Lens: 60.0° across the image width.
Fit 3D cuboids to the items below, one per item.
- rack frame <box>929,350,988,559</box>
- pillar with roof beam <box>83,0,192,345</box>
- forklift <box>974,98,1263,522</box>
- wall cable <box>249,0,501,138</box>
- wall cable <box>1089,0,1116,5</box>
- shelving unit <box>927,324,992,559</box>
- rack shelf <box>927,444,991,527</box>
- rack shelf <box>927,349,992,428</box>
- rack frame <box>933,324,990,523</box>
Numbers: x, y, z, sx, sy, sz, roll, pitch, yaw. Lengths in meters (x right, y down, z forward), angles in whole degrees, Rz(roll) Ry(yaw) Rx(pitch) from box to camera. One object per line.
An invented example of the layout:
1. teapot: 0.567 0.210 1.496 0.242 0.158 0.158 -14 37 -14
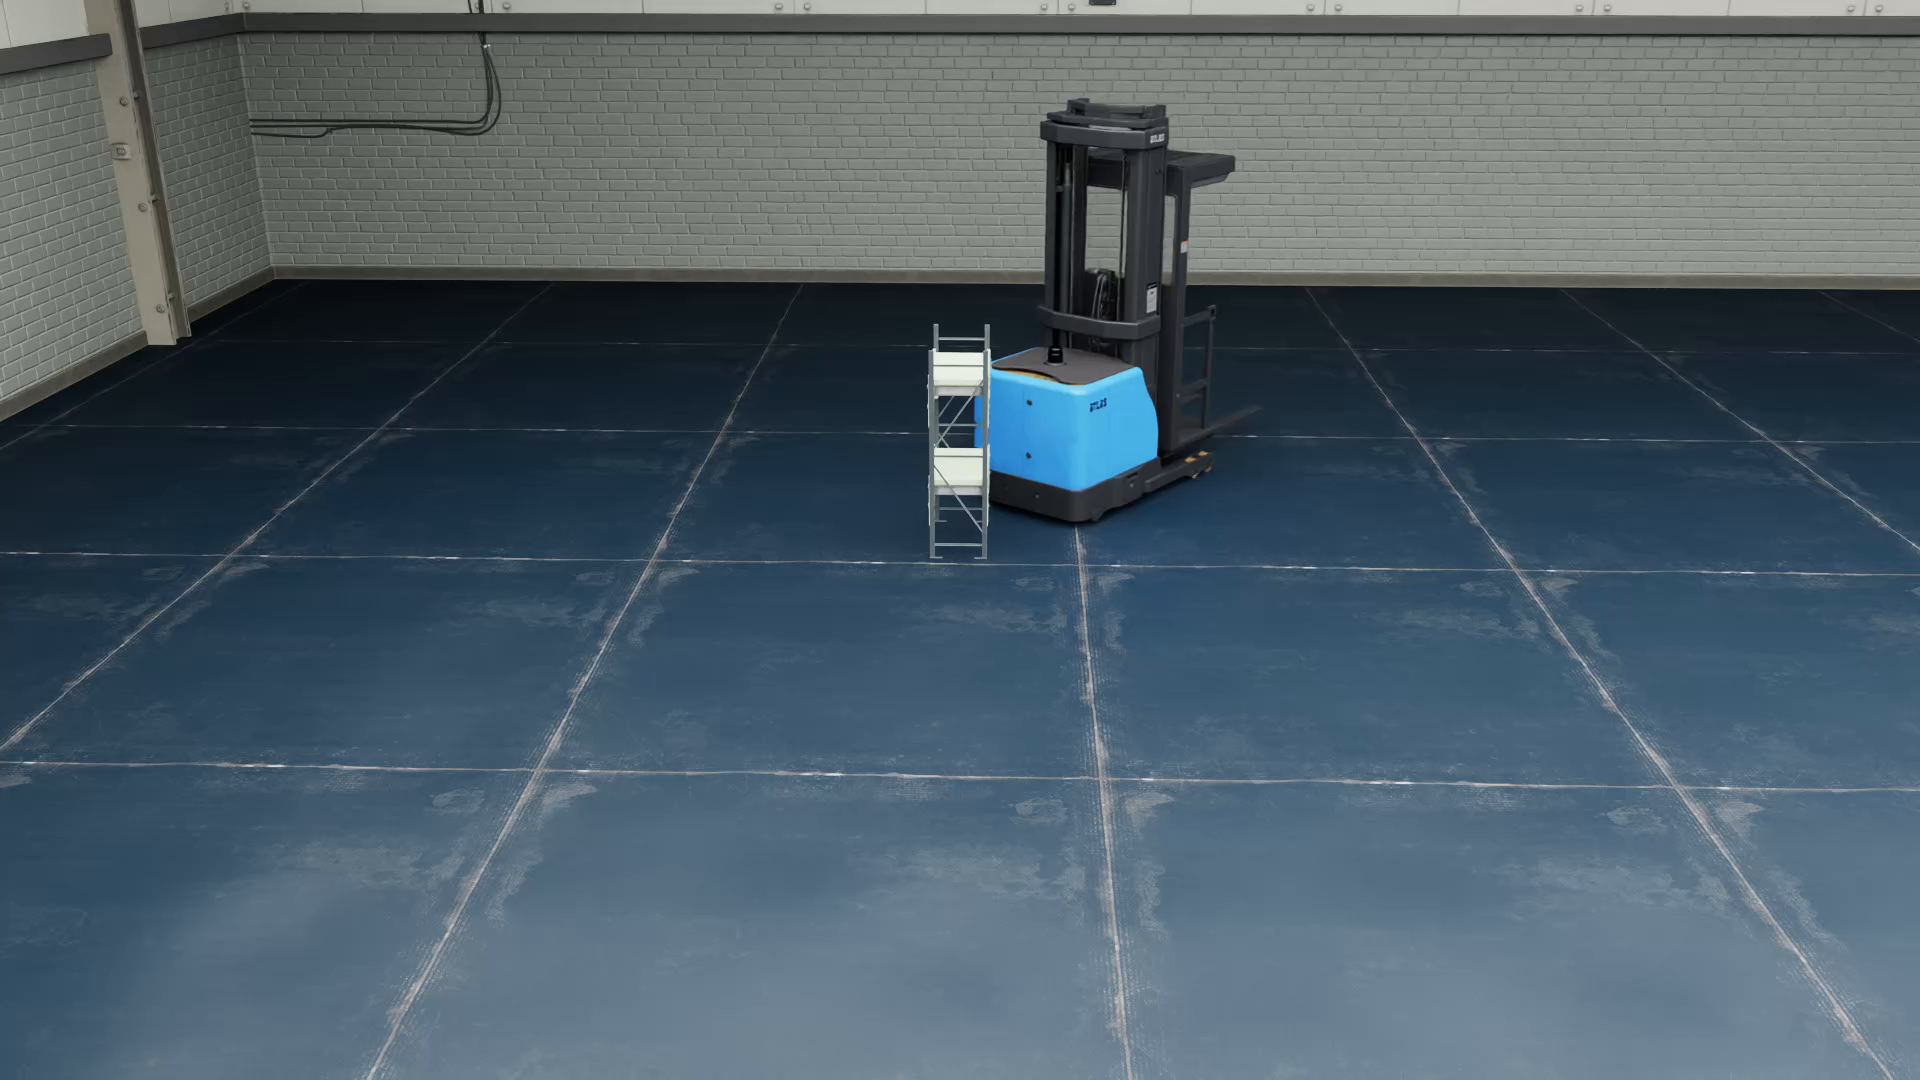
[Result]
1. rack frame: -0.011 -0.569 11.423 0.400 1.500 0.023 1 21 2
2. pillar with roof beam: -3.992 -6.244 15.681 9.100 9.000 0.400 1 21 2
3. forklift: 1.409 -1.961 13.030 1.130 2.935 3.031 16 27 36
4. wall cable: -6.883 -5.894 19.073 3.097 2.526 0.112 1 21 2
5. wall cable: 2.605 -8.817 17.612 2.305 6.003 0.169 1 21 2
6. shelving unit: 0.000 -0.702 11.764 0.431 1.500 0.755 1 21 2
7. rack shelf: 0.000 -0.398 11.882 0.431 0.370 0.720 1 21 2
8. rack shelf: 0.000 -1.065 11.623 0.431 0.370 0.720 1 21 2
9. rack frame: 0.011 -0.834 12.105 0.400 1.500 0.023 1 21 2
